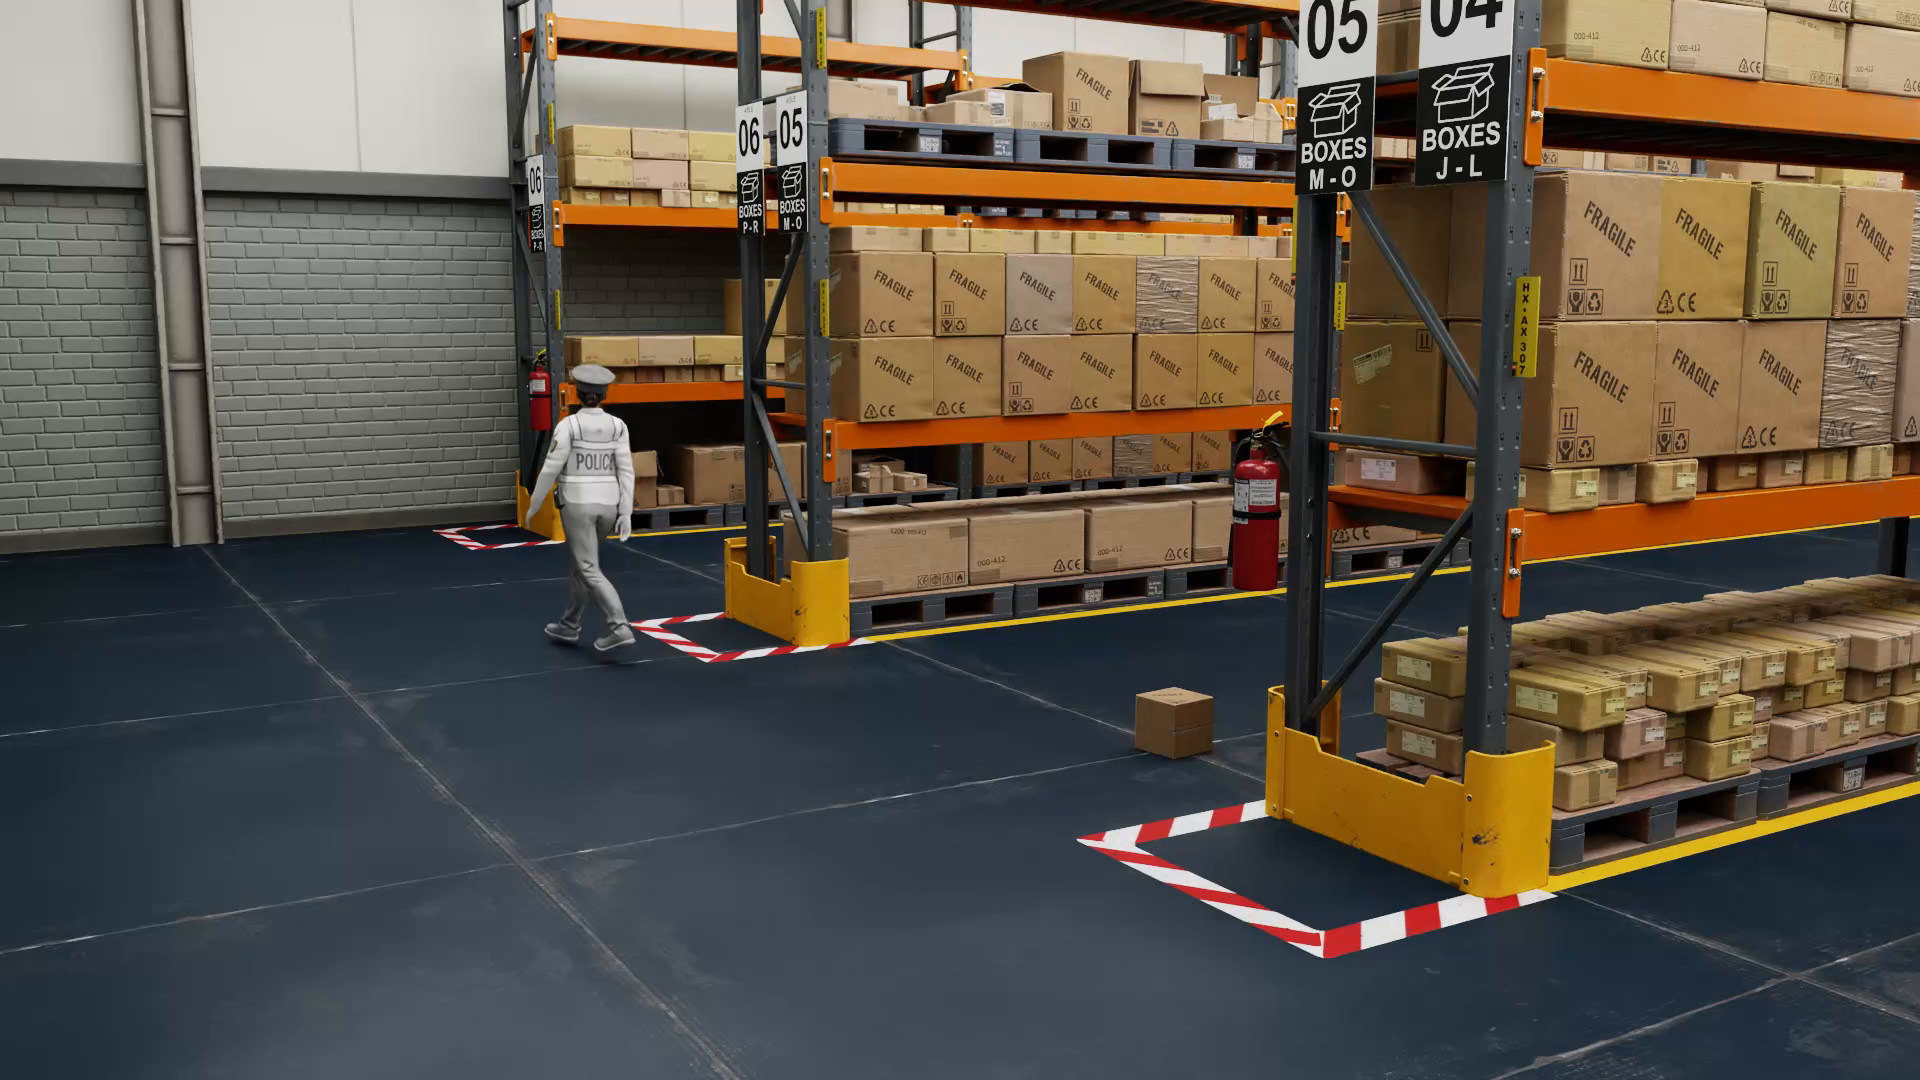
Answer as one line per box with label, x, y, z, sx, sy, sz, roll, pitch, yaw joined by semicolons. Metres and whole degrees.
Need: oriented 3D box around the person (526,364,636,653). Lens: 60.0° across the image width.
person;-2.152;-0.183;9.500;0.525;1.633;0.990;-8;12;-44
